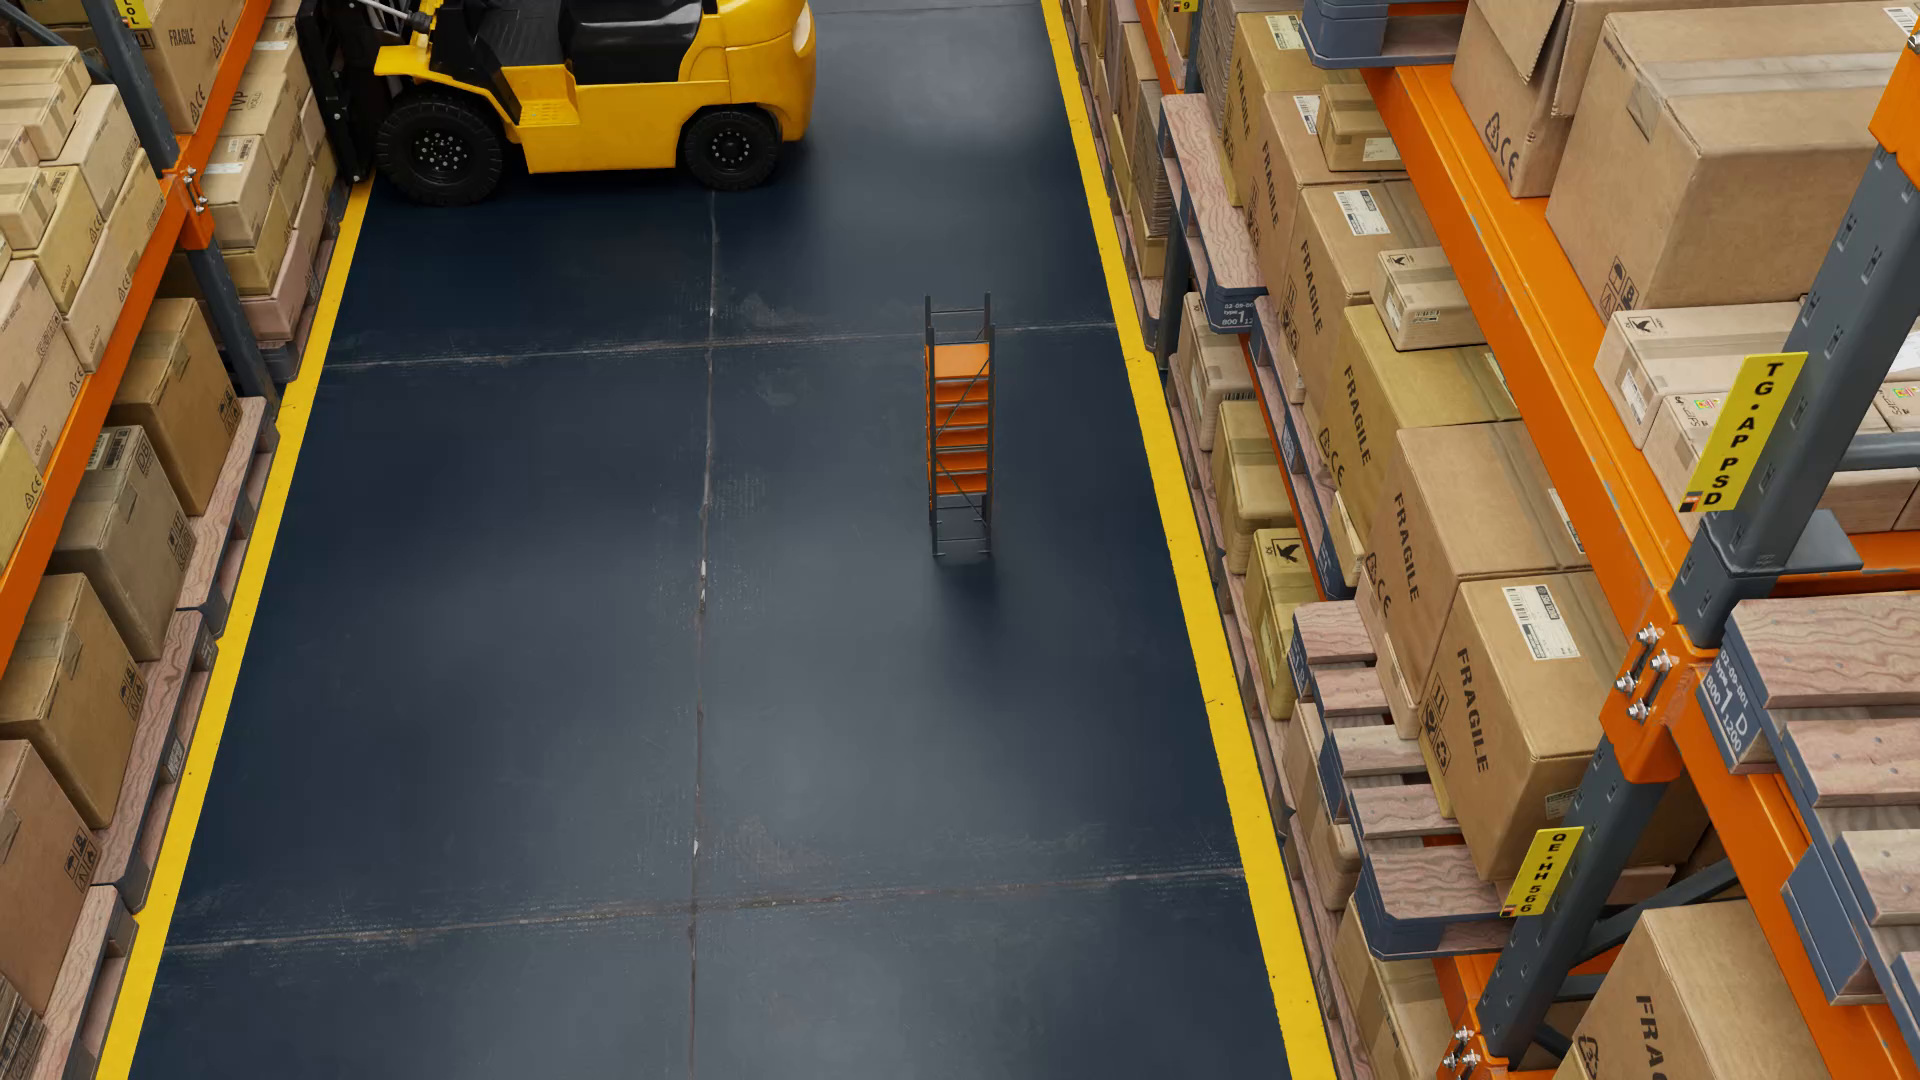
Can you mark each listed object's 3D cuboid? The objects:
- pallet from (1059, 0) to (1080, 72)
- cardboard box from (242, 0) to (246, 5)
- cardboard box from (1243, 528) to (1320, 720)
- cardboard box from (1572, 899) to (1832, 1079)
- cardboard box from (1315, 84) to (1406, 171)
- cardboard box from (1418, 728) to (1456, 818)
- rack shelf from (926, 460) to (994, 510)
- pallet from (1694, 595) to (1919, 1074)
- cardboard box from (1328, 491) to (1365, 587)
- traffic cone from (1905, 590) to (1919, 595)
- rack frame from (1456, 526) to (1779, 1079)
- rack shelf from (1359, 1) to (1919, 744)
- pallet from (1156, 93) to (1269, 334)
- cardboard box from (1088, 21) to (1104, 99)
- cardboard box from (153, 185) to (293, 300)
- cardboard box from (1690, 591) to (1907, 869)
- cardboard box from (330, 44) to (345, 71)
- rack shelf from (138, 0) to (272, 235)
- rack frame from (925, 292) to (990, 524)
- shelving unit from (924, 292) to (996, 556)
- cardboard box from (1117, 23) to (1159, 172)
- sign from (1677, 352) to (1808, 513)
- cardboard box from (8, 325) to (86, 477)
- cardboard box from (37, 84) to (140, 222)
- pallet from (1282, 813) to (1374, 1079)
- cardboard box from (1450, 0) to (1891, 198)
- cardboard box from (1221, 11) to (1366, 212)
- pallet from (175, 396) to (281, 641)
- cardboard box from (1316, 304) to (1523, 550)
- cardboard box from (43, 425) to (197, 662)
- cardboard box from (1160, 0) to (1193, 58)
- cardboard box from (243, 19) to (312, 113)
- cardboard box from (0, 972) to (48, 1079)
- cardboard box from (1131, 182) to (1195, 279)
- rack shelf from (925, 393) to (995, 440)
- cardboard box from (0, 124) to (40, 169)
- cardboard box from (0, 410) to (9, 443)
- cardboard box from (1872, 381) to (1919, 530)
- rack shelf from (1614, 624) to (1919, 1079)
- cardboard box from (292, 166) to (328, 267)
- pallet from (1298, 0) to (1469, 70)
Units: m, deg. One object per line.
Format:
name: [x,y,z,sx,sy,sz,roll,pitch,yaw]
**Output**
pallet: [1.109,-3.166,9.740,1.003,0.211,1.213,-3,47,-3]
cardboard box: [-3.422,-2.685,7.295,0.500,0.500,0.500,-4,47,-4]
cardboard box: [1.575,0.285,6.071,0.950,0.372,0.625,-2,47,-2]
cardboard box: [1.537,1.012,3.105,0.500,0.500,0.500,-5,47,-5]
cardboard box: [1.285,-1.239,4.984,0.380,0.149,0.250,-1,47,-1]
cardboard box: [1.383,0.548,4.186,0.380,0.149,0.250,-3,47,-3]
rack shelf: [-0.001,-0.227,6.667,0.258,0.103,0.180,-3,47,-3]
pallet: [1.846,0.514,2.398,1.213,0.211,1.003,-2,47,-1]
cardboard box: [1.267,-0.013,4.717,0.380,0.149,0.250,-3,47,-3]
traffic cone: [3.924,-0.043,6.608,0.336,0.463,0.334,-3,47,-3]
rack frame: [1.739,1.018,3.856,1.000,3.000,0.127,-3,47,-3]
rack shelf: [1.572,-1.213,4.399,1.077,0.370,4.000,-3,47,-3]
pallet: [1.324,-1.248,6.135,1.003,0.211,1.213,-3,47,-3]
cardboard box: [0.955,-2.605,8.892,0.500,0.250,0.500,-1,47,-1]
cardboard box: [-3.274,-1.311,7.323,0.500,0.250,0.500,-4,47,-3]
cardboard box: [1.932,0.397,3.881,0.500,0.500,0.500,-5,47,-4]
cardboard box: [-3.390,-2.405,8.359,0.500,0.250,0.500,-4,47,-3]
rack shelf: [-3.709,-2.771,7.941,1.077,0.370,4.000,-3,47,-3]
rack frame: [-0.009,-0.489,6.523,0.240,1.200,0.006,-3,47,-3]
shelving unit: [-0.001,-0.423,6.461,0.258,1.200,0.189,-3,47,-3]
cardboard box: [1.043,-2.112,7.909,0.500,0.500,0.500,-3,47,-3]
sign: [1.199,-0.160,2.550,0.100,0.325,0.005,-3,47,-3]
cardboard box: [-3.180,-0.447,5.347,0.500,0.250,0.500,-3,47,-3]
cardboard box: [-3.245,-1.352,5.860,0.500,0.250,0.500,-4,47,-4]
pallet: [1.676,1.411,5.404,1.003,0.211,1.213,-3,47,-3]
cardboard box: [1.583,-1.151,3.773,0.797,0.503,0.637,-3,47,-3]
cardboard box: [1.201,-1.438,5.620,0.500,0.500,0.500,-3,47,-3]
pallet: [-3.441,-0.082,6.819,1.003,0.211,1.213,-3,47,-3]
cardboard box: [1.327,-0.313,4.554,0.500,0.500,0.500,-6,47,-6]
cardboard box: [-3.429,0.039,6.130,0.875,0.625,0.625,-4,47,-4]
cardboard box: [1.120,-2.319,6.743,0.500,0.500,0.500,-5,47,-4]
cardboard box: [-3.355,-2.213,7.833,0.500,0.250,0.500,-2,47,-2]
cardboard box: [-3.245,1.543,4.706,0.875,0.625,0.625,-2,47,-2]
cardboard box: [1.087,-1.486,7.833,0.500,0.250,0.500,-2,47,-1]
rack shelf: [-0.001,-0.475,6.406,0.258,0.103,0.180,-3,47,-3]
cardboard box: [-3.284,-1.230,5.469,0.380,0.149,0.250,-4,47,-3]
cardboard box: [-3.135,-0.244,4.811,0.500,0.250,0.500,-3,47,-3]
cardboard box: [1.883,-0.165,3.084,0.380,0.149,0.250,-3,47,-3]
rack shelf: [1.907,1.681,1.658,1.077,0.370,4.000,-3,47,-3]
cardboard box: [-3.310,-1.507,7.852,0.500,0.250,0.500,-4,47,-4]
pallet: [1.440,-1.640,4.437,1.213,0.211,1.003,-3,47,-3]
